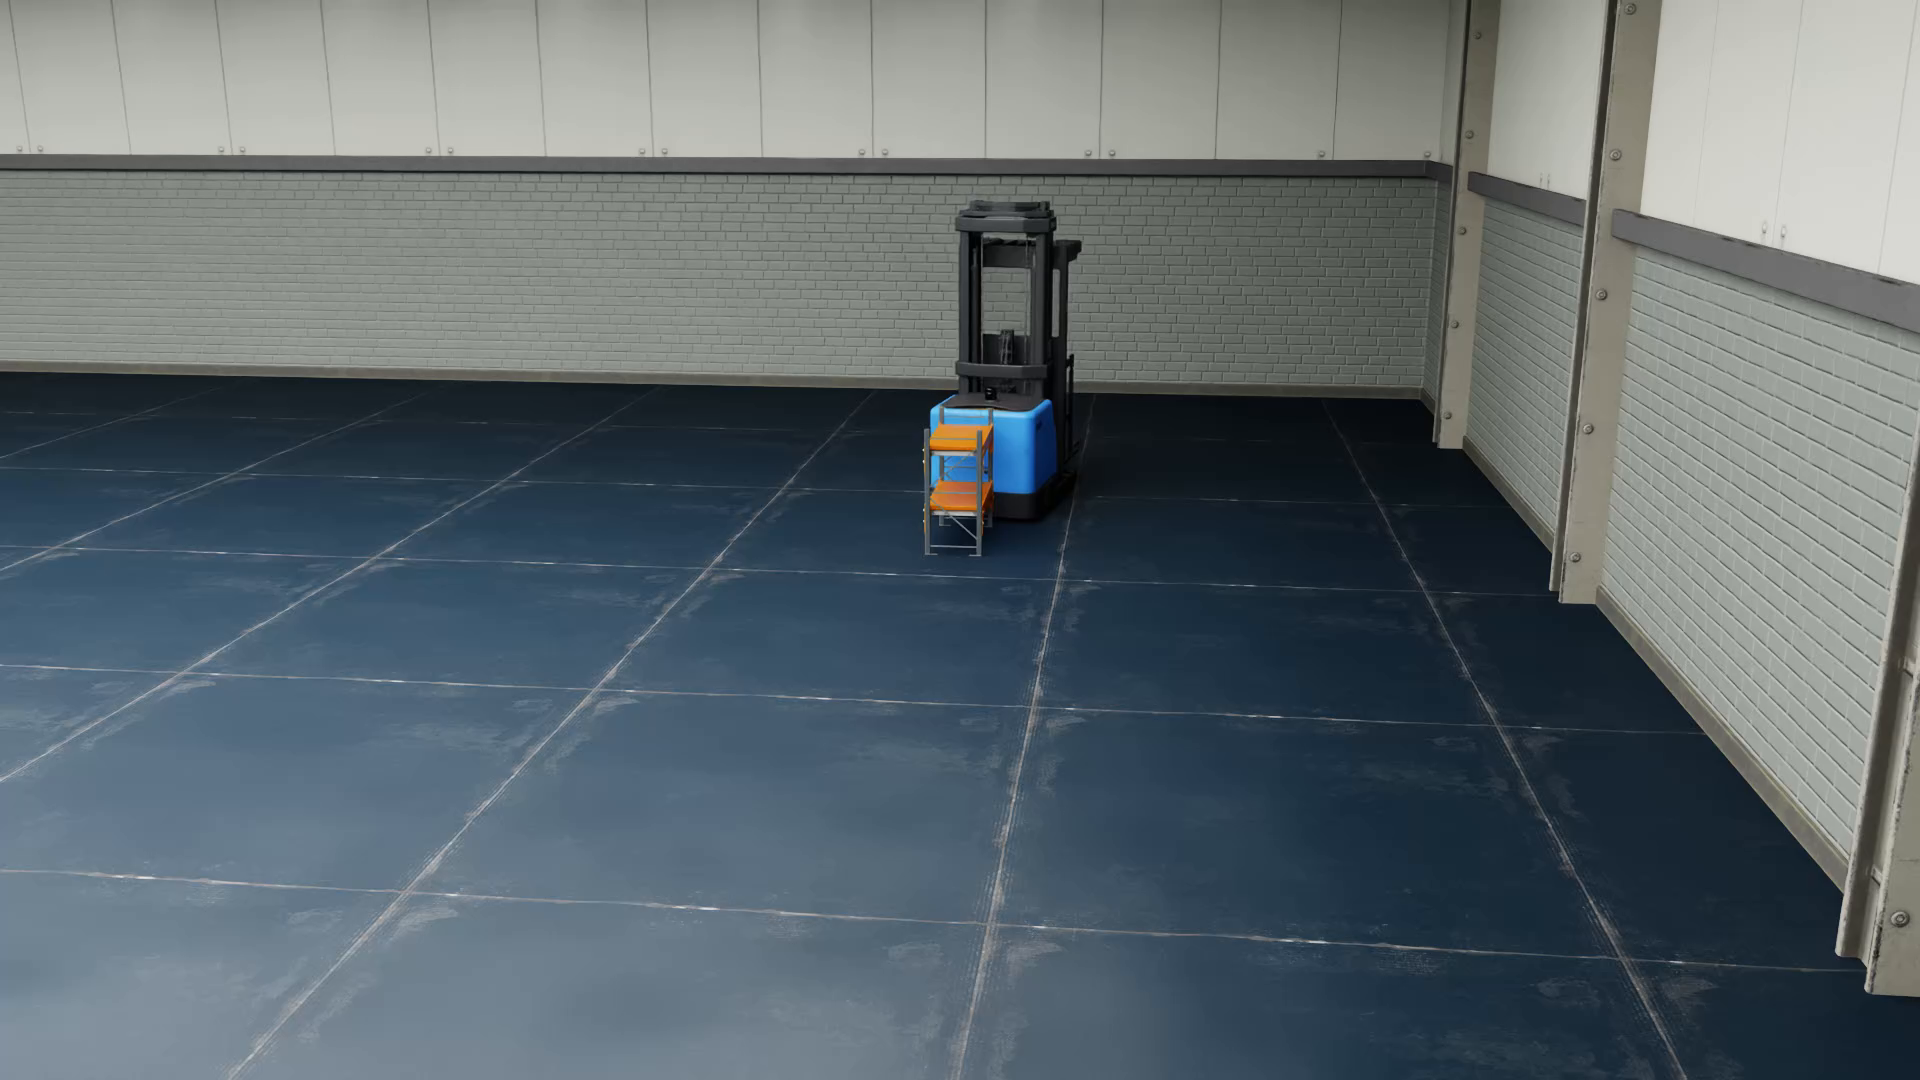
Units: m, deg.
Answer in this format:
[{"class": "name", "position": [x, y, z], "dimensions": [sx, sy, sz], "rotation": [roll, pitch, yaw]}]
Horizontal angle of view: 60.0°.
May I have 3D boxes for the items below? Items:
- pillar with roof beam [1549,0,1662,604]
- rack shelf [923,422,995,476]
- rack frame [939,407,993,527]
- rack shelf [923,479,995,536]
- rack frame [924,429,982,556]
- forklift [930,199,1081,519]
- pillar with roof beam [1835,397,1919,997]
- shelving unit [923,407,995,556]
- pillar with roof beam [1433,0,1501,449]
[{"class": "pillar with roof beam", "position": [0.698, -4.014, 12.768], "dimensions": [9.100, 9.000, 0.400], "rotation": [2, 15, 6]}, {"class": "rack shelf", "position": [-0.001, -0.824, 14.932], "dimensions": [0.538, 0.278, 1.000], "rotation": [2, 15, 6]}, {"class": "rack frame", "position": [0.057, -0.673, 15.496], "dimensions": [0.500, 1.125, 0.032], "rotation": [2, 15, 6]}, {"class": "rack shelf", "position": [-0.001, -0.305, 15.073], "dimensions": [0.538, 0.278, 1.000], "rotation": [2, 15, 6]}, {"class": "rack frame", "position": [-0.058, -0.409, 14.521], "dimensions": [0.500, 1.125, 0.032], "rotation": [2, 15, 6]}, {"class": "forklift", "position": [0.590, -1.954, 16.773], "dimensions": [1.130, 2.935, 3.031], "rotation": [4, 16, 15]}, {"class": "pillar with roof beam", "position": [0.021, -2.458, 7.013], "dimensions": [9.100, 9.000, 0.400], "rotation": [2, 15, 6]}, {"class": "shelving unit", "position": [-0.001, -0.541, 15.009], "dimensions": [0.538, 1.125, 1.048], "rotation": [2, 15, 6]}, {"class": "pillar with roof beam", "position": [1.375, -5.570, 18.523], "dimensions": [9.100, 9.000, 0.400], "rotation": [2, 15, 6]}]
